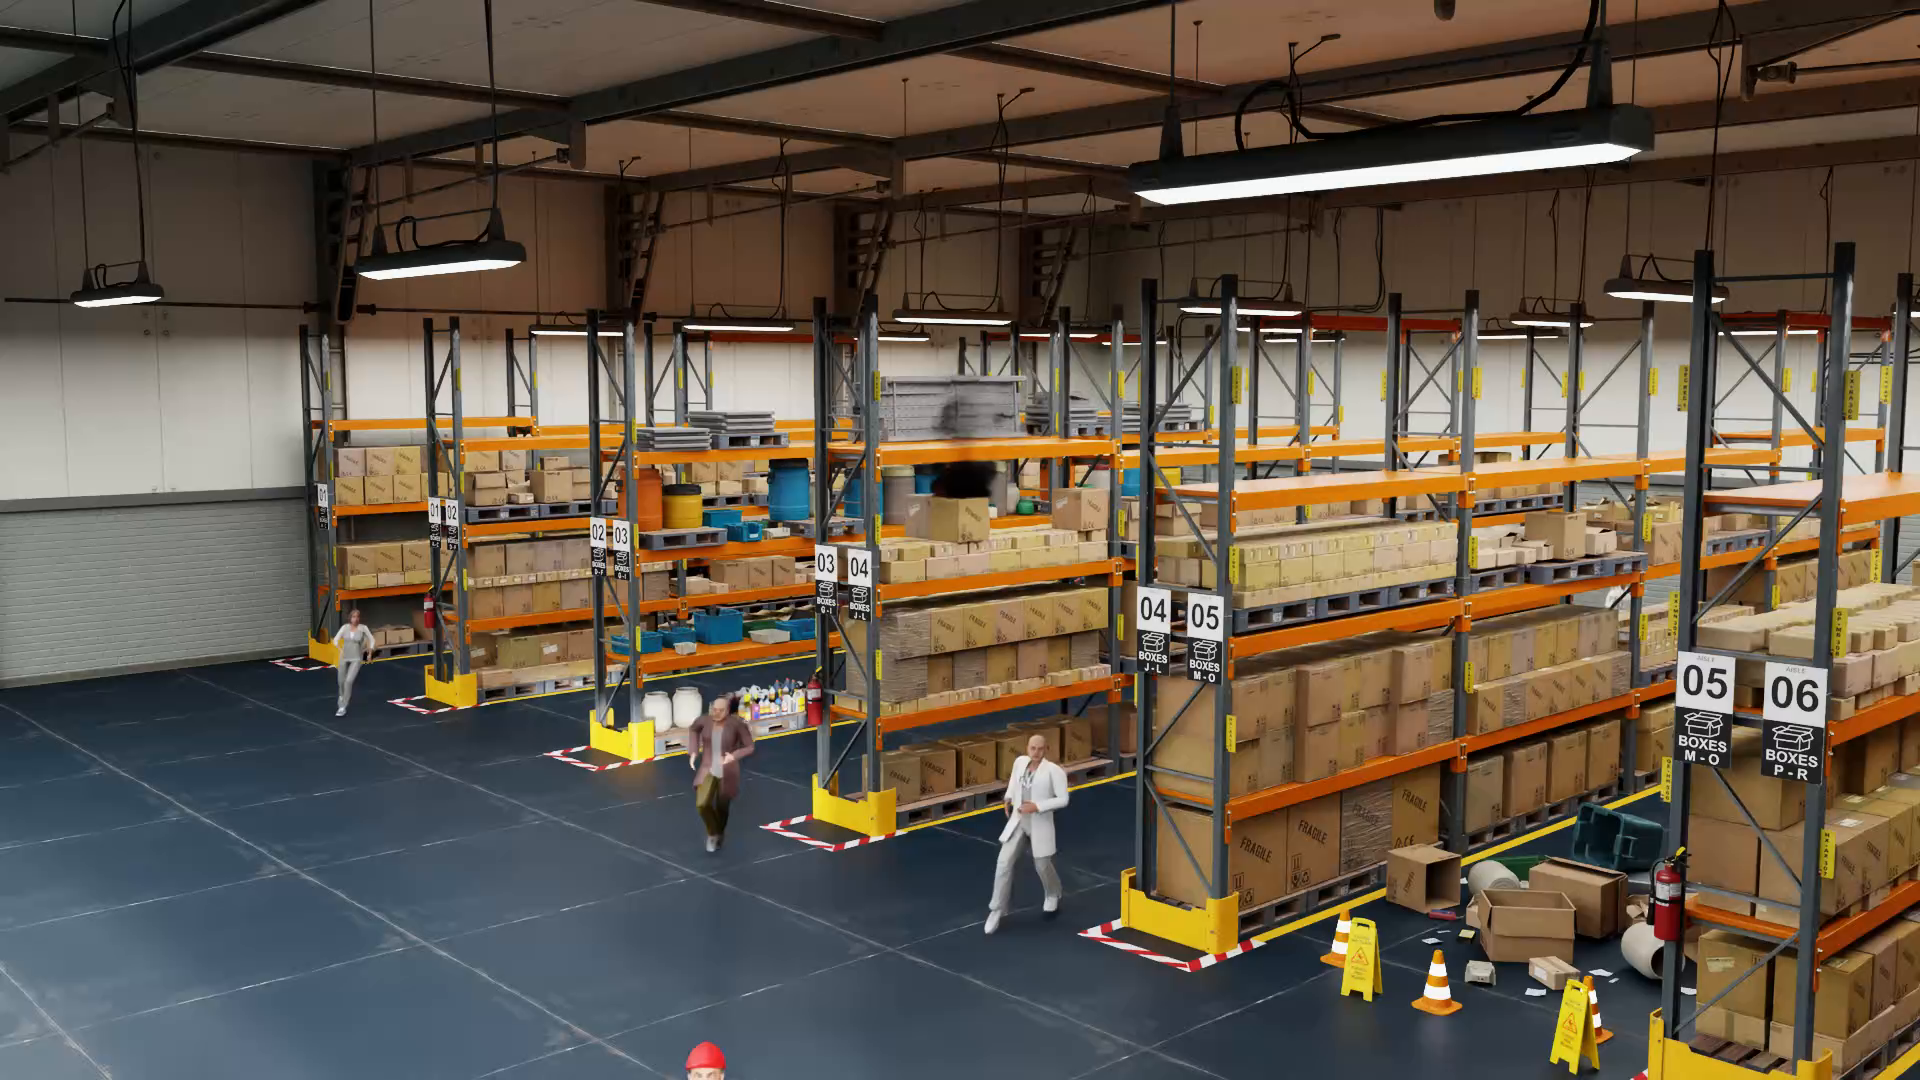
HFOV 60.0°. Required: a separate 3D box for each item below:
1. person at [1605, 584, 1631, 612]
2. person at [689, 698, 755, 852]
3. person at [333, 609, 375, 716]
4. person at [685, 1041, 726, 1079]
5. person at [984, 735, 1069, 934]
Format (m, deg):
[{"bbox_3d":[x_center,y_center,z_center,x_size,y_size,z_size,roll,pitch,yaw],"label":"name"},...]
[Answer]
[{"bbox_3d":[11.707,1.392,29.404,0.686,1.668,0.746,0,6,-2],"label":"person"},{"bbox_3d":[-2.576,2.529,17.997,0.745,1.731,0.845,0,6,3],"label":"person"},{"bbox_3d":[-9.198,1.881,25.229,0.606,1.453,0.803,-1,6,-10],"label":"person"},{"bbox_3d":[-1.294,3.433,8.394,0.641,1.817,0.729,-1,6,-9],"label":"person"},{"bbox_3d":[0.694,2.713,15.585,0.706,1.806,1.004,3,7,28],"label":"person"}]
